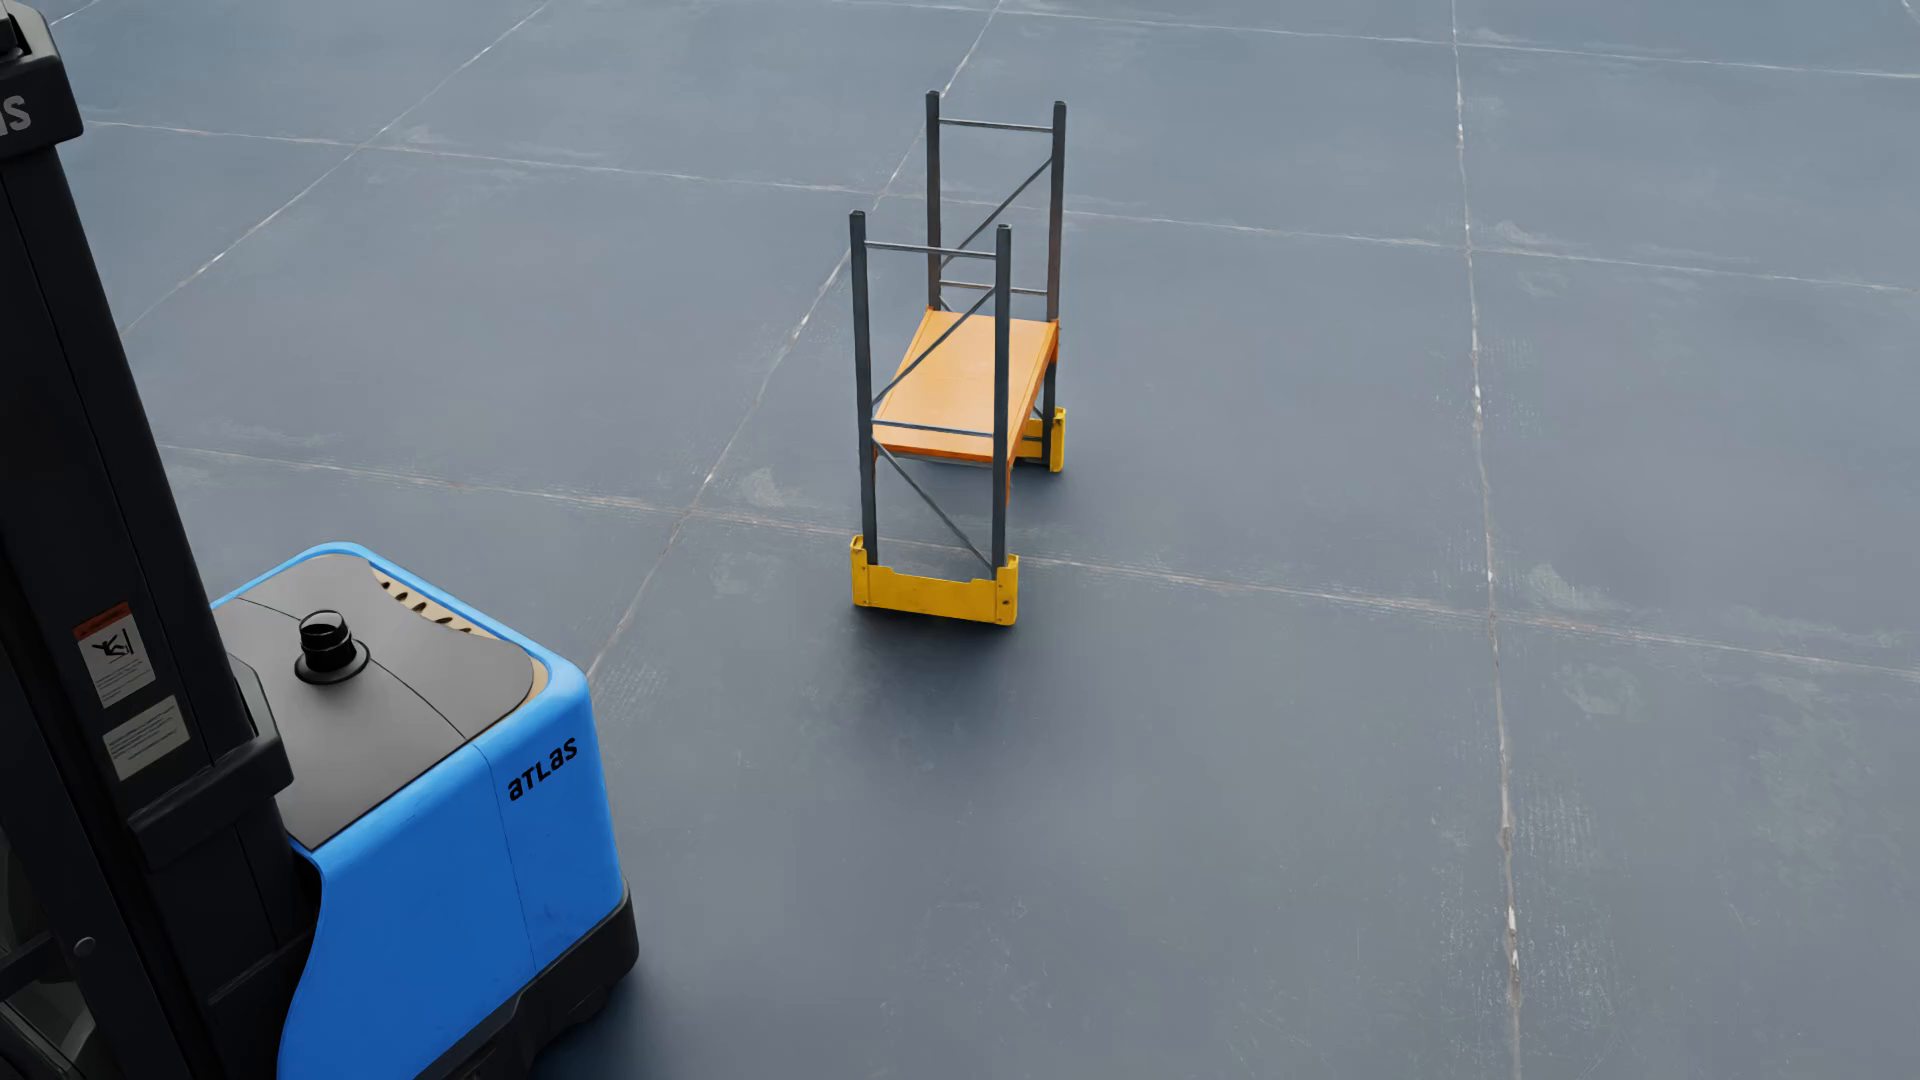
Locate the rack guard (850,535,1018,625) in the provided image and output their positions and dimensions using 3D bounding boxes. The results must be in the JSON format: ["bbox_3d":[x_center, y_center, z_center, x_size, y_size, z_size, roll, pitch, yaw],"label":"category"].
[{"bbox_3d":[-0.090,0.141,5.843,0.587,0.250,0.087,7,37,10],"label":"rack guard"}]

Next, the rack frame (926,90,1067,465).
[{"bbox_3d":[0.127,-0.948,6.279,0.500,1.500,0.032,7,37,10],"label":"rack frame"}]

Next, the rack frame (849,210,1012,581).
[{"bbox_3d":[-0.090,-0.365,5.475,0.500,1.500,0.032,7,37,10],"label":"rack frame"}]

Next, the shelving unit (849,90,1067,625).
[{"bbox_3d":[0.016,-0.651,5.870,0.587,1.500,1.083,7,37,10],"label":"shelving unit"}]

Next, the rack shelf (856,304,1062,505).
[{"bbox_3d":[0.018,-0.511,5.983,0.538,0.185,1.000,7,37,10],"label":"rack shelf"}]

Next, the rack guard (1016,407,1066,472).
[{"bbox_3d":[0.123,-0.430,6.631,0.587,0.250,0.087,7,37,10],"label":"rack guard"}]

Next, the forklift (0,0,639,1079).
[{"bbox_3d":[-2.161,0.525,3.028,1.130,2.935,3.031,23,42,29],"label":"forklift"}]
